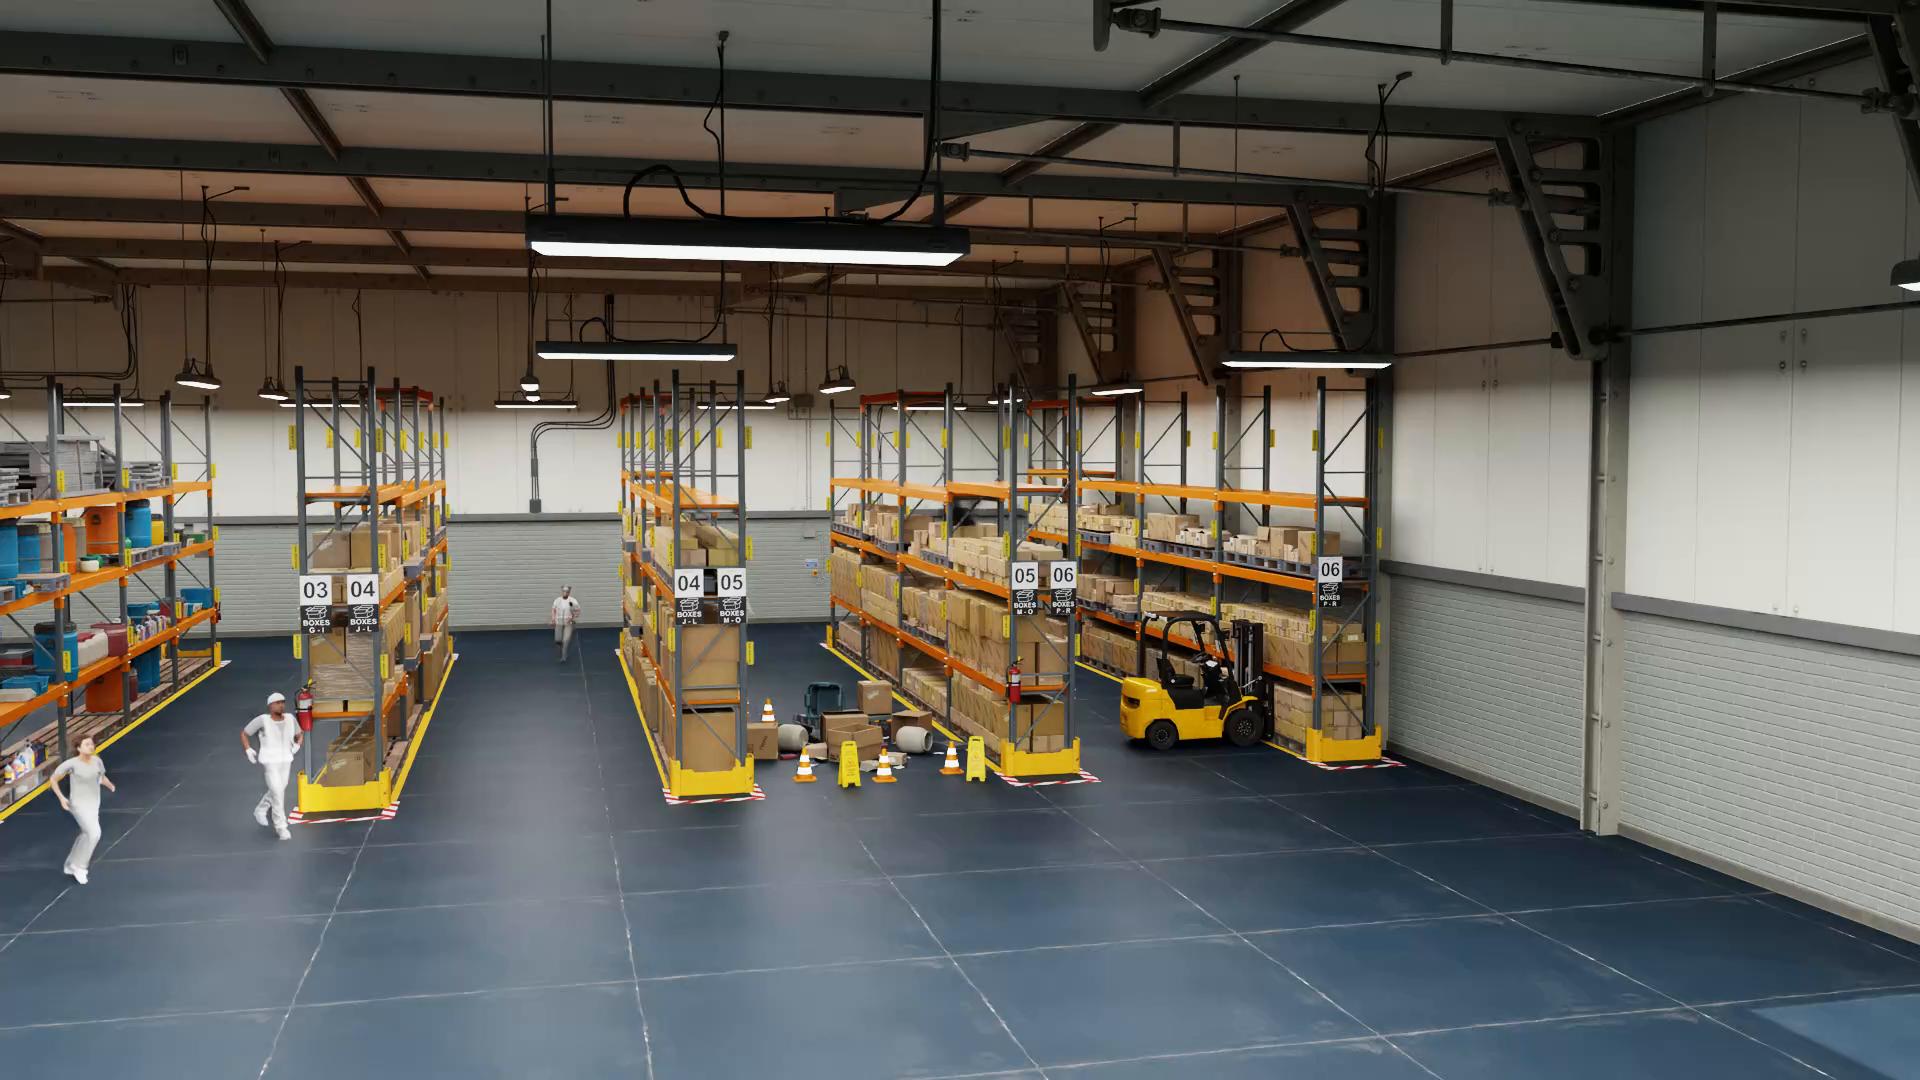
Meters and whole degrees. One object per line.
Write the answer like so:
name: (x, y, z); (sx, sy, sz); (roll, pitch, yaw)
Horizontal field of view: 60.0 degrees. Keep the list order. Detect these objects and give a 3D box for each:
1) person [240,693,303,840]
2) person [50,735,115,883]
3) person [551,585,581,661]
person: (-8.720, 2.851, 21.208); (0.922, 1.811, 0.727); (2, 4, 33)
person: (-9.952, 3.048, 18.930); (0.684, 1.678, 0.551); (1, 4, 19)
person: (-8.991, 1.888, 37.910); (0.676, 1.733, 0.614); (0, 3, -3)
